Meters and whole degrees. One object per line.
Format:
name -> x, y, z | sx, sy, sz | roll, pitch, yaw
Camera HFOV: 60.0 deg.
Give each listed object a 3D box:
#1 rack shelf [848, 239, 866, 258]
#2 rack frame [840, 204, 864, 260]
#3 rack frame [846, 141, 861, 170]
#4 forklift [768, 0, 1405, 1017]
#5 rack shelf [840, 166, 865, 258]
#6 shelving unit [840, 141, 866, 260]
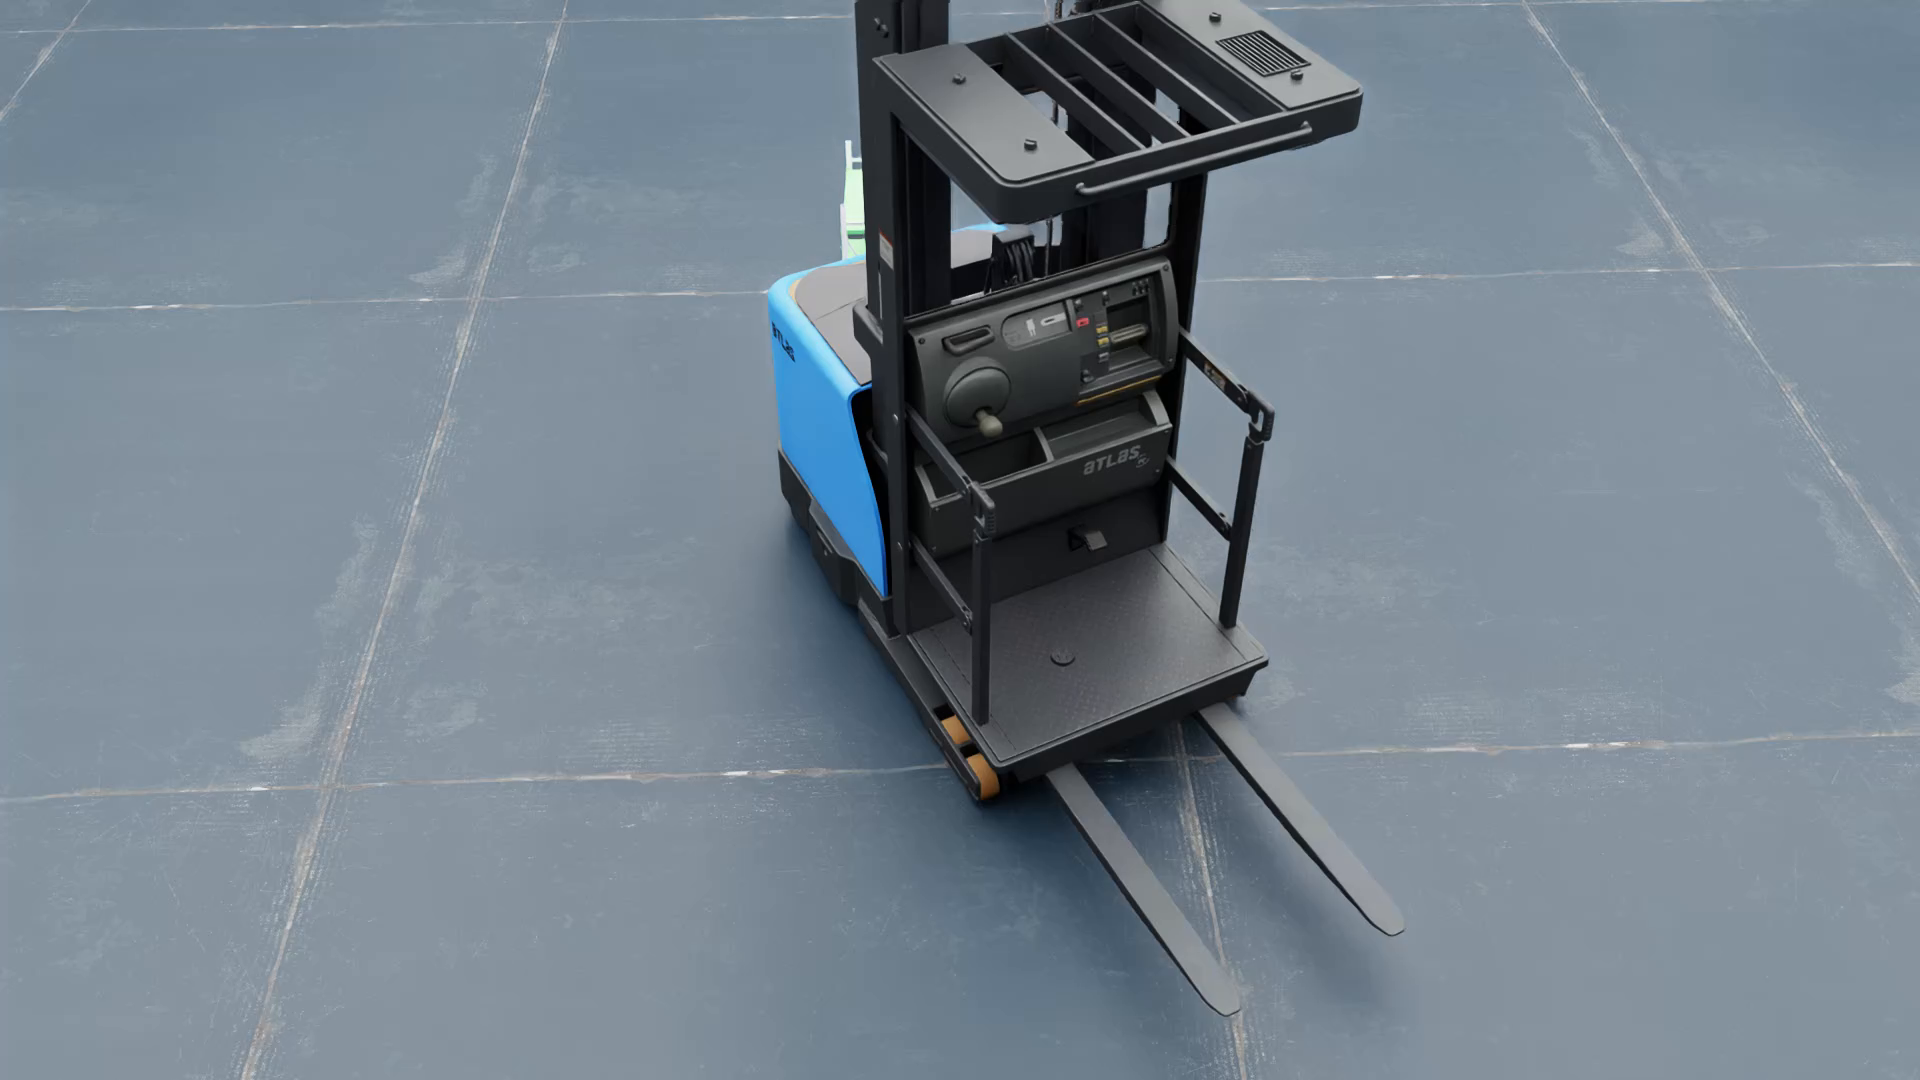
rack shelf -> -0.341, -1.137, 6.842 | 0.258, 0.148, 0.480 | 0, 43, 0
rack frame -> -0.339, -0.843, 6.781 | 0.240, 1.200, 0.015 | 0, 43, 0
rack frame -> -0.343, -1.172, 7.141 | 0.240, 1.200, 0.015 | 0, 43, 0
forklift -> 0.384, -0.526, 5.155 | 1.130, 2.935, 3.031 | -19, 46, -20
rack shelf -> -0.341, -1.314, 6.680 | 0.258, 0.148, 0.480 | 0, 43, 0
shelving unit -> -0.341, -1.008, 6.961 | 0.258, 1.200, 0.503 | 0, 43, 0
